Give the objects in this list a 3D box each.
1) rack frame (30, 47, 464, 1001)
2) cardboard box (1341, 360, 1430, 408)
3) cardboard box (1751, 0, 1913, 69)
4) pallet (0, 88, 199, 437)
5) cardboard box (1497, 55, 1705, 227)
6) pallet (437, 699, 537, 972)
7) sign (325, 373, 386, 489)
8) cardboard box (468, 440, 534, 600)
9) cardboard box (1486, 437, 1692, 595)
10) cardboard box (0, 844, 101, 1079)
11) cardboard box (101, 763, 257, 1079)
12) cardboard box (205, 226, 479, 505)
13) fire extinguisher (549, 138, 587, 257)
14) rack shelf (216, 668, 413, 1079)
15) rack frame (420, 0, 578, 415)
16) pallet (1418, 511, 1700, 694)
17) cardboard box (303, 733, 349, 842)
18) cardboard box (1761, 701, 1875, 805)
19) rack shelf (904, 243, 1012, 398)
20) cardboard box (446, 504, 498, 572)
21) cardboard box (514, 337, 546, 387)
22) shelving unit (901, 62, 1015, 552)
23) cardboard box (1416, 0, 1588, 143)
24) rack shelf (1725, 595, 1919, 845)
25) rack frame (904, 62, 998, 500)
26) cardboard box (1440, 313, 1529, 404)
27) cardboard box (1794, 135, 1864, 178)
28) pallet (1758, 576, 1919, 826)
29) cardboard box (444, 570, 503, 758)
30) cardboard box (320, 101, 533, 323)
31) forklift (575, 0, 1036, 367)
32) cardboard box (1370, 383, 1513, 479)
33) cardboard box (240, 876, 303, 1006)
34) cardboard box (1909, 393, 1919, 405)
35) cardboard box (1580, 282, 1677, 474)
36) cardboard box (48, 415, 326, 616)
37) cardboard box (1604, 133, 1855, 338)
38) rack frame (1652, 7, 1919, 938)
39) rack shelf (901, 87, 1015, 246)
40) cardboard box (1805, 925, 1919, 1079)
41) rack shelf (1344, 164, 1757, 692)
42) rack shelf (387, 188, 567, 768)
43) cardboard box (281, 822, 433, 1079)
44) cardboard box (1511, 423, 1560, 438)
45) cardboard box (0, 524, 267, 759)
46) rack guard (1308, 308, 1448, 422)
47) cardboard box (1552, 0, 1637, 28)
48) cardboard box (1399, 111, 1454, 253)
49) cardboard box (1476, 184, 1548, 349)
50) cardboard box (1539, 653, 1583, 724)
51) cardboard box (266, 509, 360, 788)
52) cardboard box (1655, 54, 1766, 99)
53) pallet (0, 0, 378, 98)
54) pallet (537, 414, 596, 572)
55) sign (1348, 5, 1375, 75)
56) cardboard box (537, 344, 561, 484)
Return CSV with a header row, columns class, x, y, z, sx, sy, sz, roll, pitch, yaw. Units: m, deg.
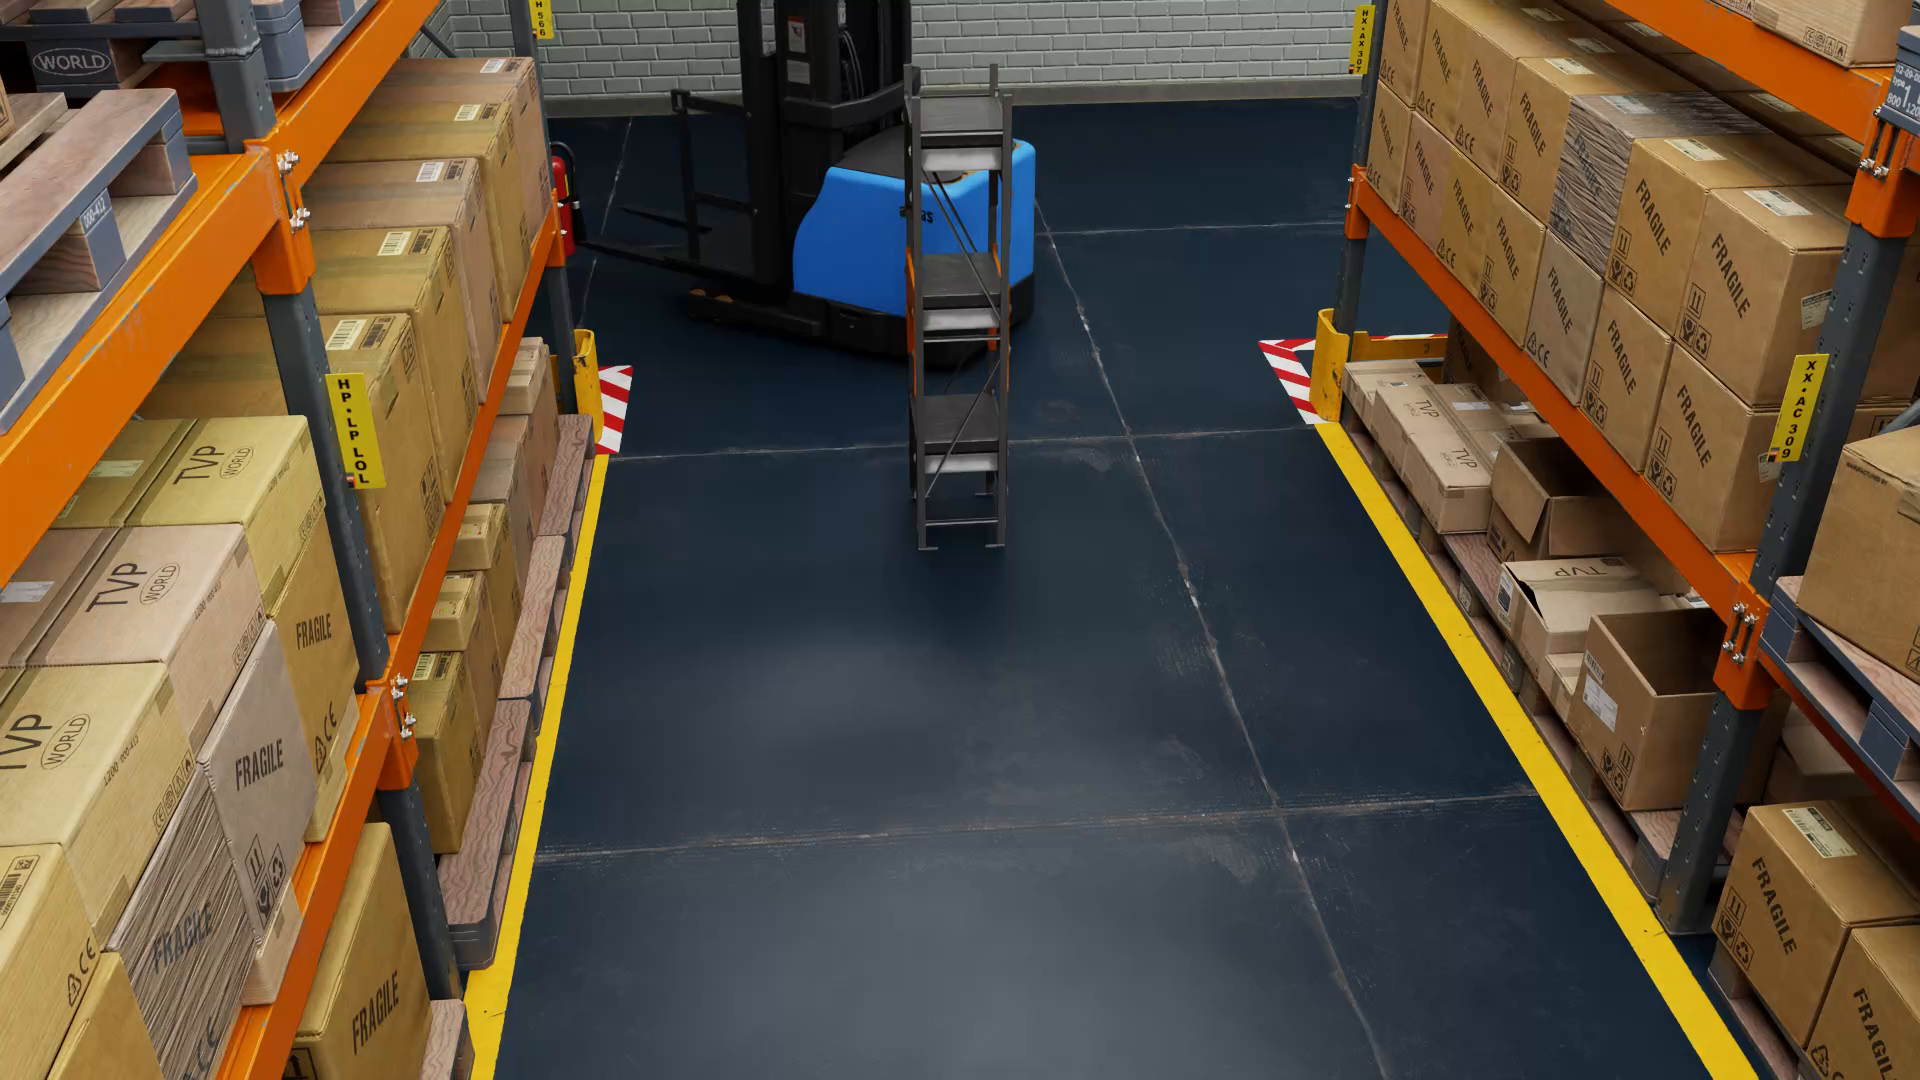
class,x,y,z,sx,sy,sz,roll,pitch,yaw
rack frame,-2.080,0.220,4.457,1.000,3.000,0.127,-3,31,-5
cardboard box,2.175,-0.797,8.510,0.380,0.149,0.250,-3,31,-5
cardboard box,2.542,-1.479,4.521,0.500,0.250,0.500,-3,31,-5
pallet,-1.945,-0.520,2.957,0.805,0.209,1.217,-4,31,-7
cardboard box,2.404,-1.513,6.286,0.500,0.500,0.500,-3,31,-5
pallet,-2.073,1.025,5.829,1.003,0.211,1.213,-3,31,-5
sign,-1.540,-0.274,4.232,0.100,0.325,0.005,-3,31,-5
cardboard box,-2.194,-0.065,6.962,0.700,0.500,0.500,-4,31,-6
cardboard box,2.671,-0.096,6.991,0.797,0.503,0.637,-3,31,-5
cardboard box,-1.647,0.727,2.470,0.500,0.250,0.500,-3,31,-6
cardboard box,-1.690,0.781,3.111,0.500,0.500,0.500,-3,31,-4
cardboard box,-2.177,-0.560,5.470,0.980,0.700,0.700,-4,31,-6
fire extinguisher,-2.008,-1.728,8.158,0.296,0.674,0.183,-3,31,-5
rack shelf,-1.893,1.550,2.932,1.077,0.370,4.000,-3,31,-5
rack frame,-2.453,-1.823,7.876,1.000,3.000,0.127,-3,31,-5
pallet,2.672,0.203,7.205,1.003,0.211,1.213,-3,31,-5
cardboard box,-1.719,0.606,4.036,0.380,0.149,0.250,-2,31,-4
cardboard box,3.028,0.721,5.811,0.500,0.311,0.500,-3,31,-5
rack shelf,-0.015,-0.974,7.360,0.431,0.518,0.480,-3,31,-5
cardboard box,-1.947,-0.003,6.225,0.380,0.149,0.250,-4,31,-6
cardboard box,-2.095,-0.799,7.558,0.380,0.149,0.250,-3,31,-5
shelving unit,-0.015,-0.986,7.353,0.431,2.100,0.503,-3,31,-5
cardboard box,2.314,-2.028,7.148,0.500,0.500,0.500,-2,31,-4
rack shelf,3.039,1.310,3.333,1.077,0.370,4.000,-3,31,-5
rack frame,-0.038,-1.111,7.562,0.400,2.100,0.015,-3,31,-5
cardboard box,2.774,-0.912,8.360,0.500,0.500,0.500,-3,31,-5
cardboard box,3.039,-1.009,5.442,0.500,0.500,0.500,-4,31,-6
pallet,2.818,0.476,4.215,1.003,0.211,1.213,-3,31,-5
cardboard box,-2.091,0.469,6.068,0.700,0.500,0.500,-3,31,-5
cardboard box,-2.317,-1.321,6.743,0.980,0.700,0.700,-3,31,-5
forklift,-1.088,-2.762,9.516,3.031,2.935,1.130,17,35,25
cardboard box,2.293,-0.524,7.954,0.500,0.250,0.500,-3,31,-5
cardboard box,-1.657,0.872,3.590,0.380,0.149,0.250,-3,31,-5
cardboard box,3.076,-0.336,5.290,0.500,0.500,0.500,-2,31,-3
cardboard box,2.500,-0.569,5.679,0.500,0.500,0.500,-2,31,-3
cardboard box,-1.781,-0.055,3.779,0.500,0.250,0.500,-2,31,-3
cardboard box,2.496,-0.999,5.425,0.500,0.500,0.500,-3,31,-6
rack frame,2.852,-0.020,4.858,1.000,3.000,0.127,-3,31,-5
rack shelf,-0.015,-1.575,7.001,0.431,0.518,0.480,-3,31,-5
cardboard box,2.715,1.395,4.498,0.500,0.500,0.500,-2,31,-4
rack shelf,2.665,-0.732,6.752,1.077,0.370,4.000,-3,31,-5
rack shelf,-2.267,-0.493,6.351,1.077,0.370,4.000,-3,31,-5
cardboard box,-1.890,1.288,4.356,0.750,0.750,0.750,-2,31,-4
cardboard box,2.833,-0.318,7.610,0.500,0.250,0.500,-3,31,-5
cardboard box,-1.743,0.206,3.341,0.500,0.250,0.500,-2,31,-4
rack guard,2.485,-0.950,8.853,1.175,0.500,0.348,-3,31,-5
cardboard box,2.842,-2.062,7.205,0.500,0.500,0.500,-2,31,-3
cardboard box,2.311,-1.602,7.410,0.500,0.500,0.500,-3,31,-5
cardboard box,2.400,-1.091,6.554,0.500,0.500,0.500,-2,31,-4
cardboard box,2.421,0.549,6.256,0.380,0.149,0.250,-3,31,-5
cardboard box,-1.786,0.264,3.976,0.500,0.500,0.500,-3,31,-5
cardboard box,2.943,-1.535,6.323,0.500,0.500,0.500,-2,31,-3
pallet,-2.146,-1.448,4.411,1.003,0.211,1.213,-3,31,-5
pallet,-2.301,-0.221,7.914,1.003,0.211,1.213,-3,31,-5
sign,1.938,-2.407,8.011,0.100,0.325,0.005,-3,31,-5
cardboard box,-2.288,-0.577,7.819,0.700,0.500,0.500,-3,31,-5
